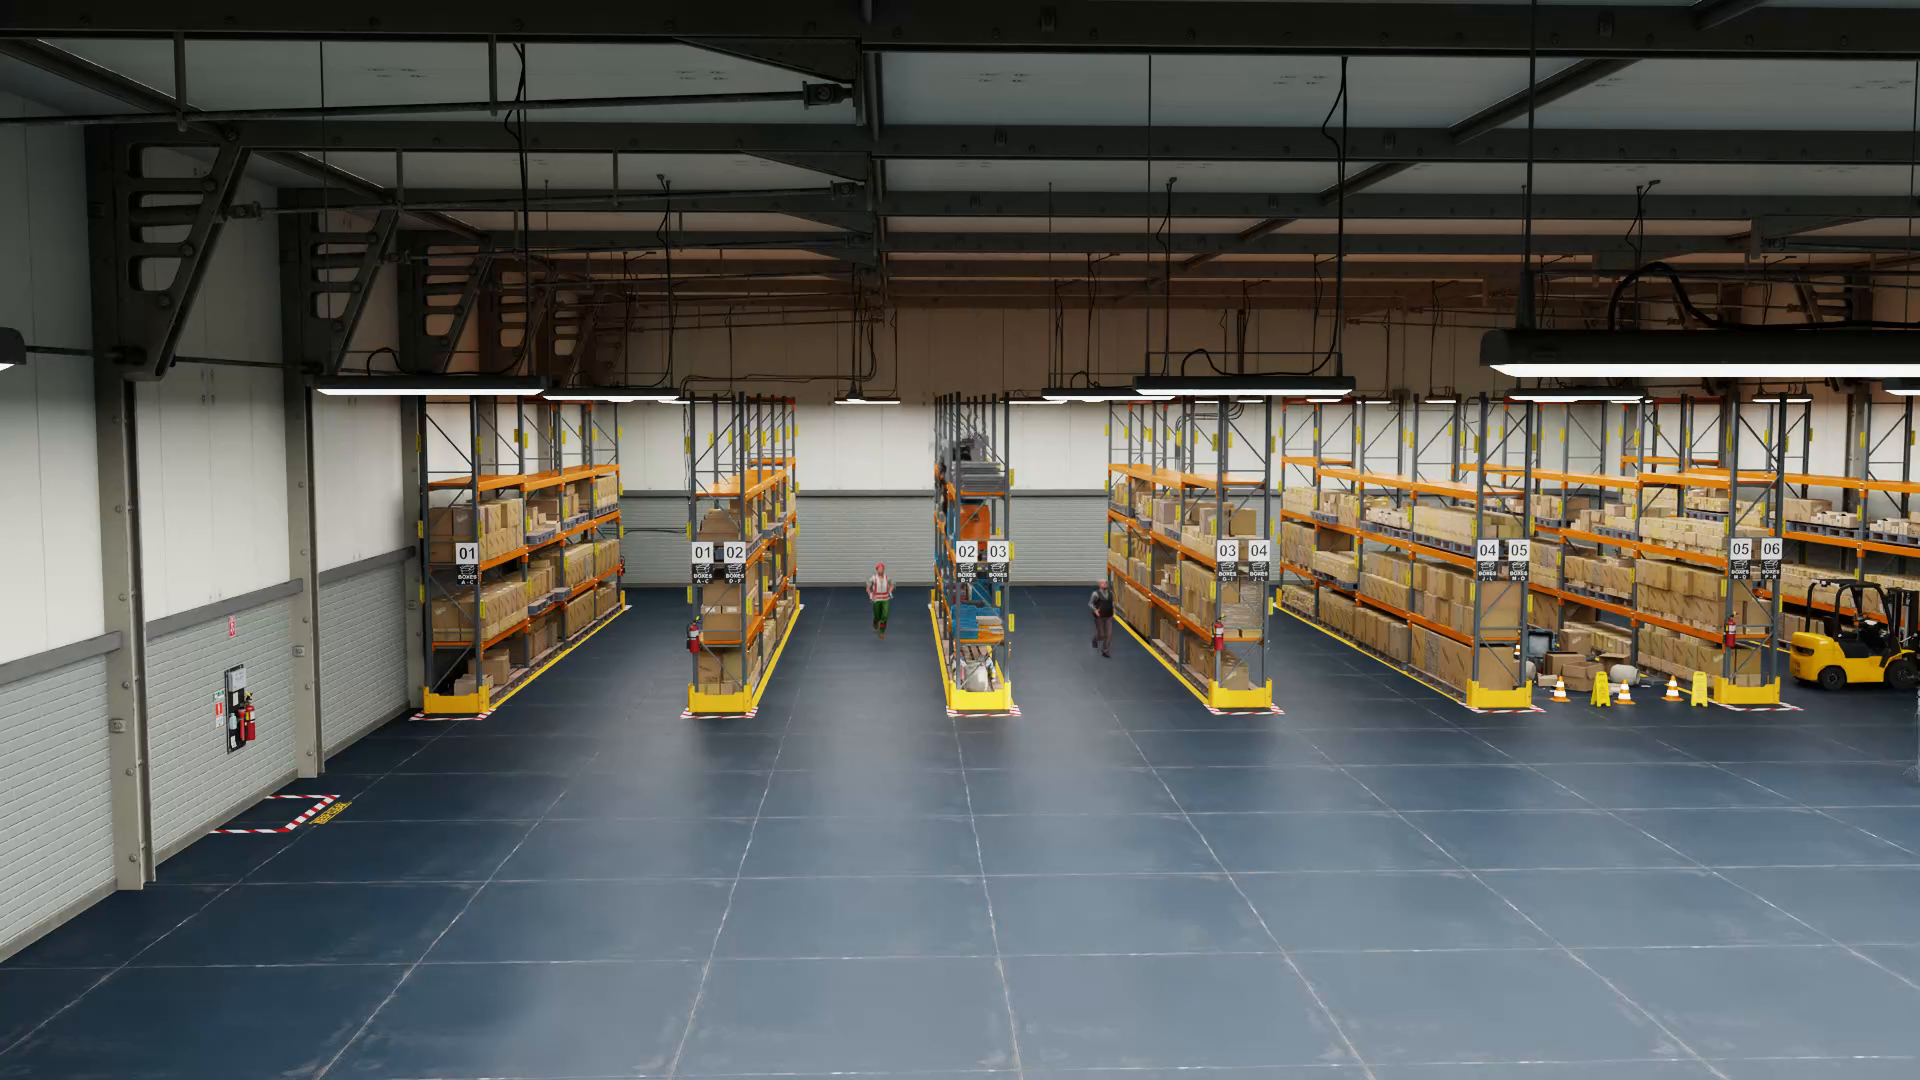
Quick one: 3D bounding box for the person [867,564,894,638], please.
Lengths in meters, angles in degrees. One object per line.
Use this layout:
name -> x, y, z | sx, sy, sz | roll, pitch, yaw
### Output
person -> -1.873, 1.423, 39.354 | 0.655, 1.749, 0.744 | -1, 5, -13

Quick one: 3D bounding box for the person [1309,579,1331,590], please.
person -> 10.588, 0.989, 49.180 | 0.795, 1.600, 0.554 | 0, 5, 4

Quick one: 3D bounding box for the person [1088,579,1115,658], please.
person -> 3.120, 1.691, 36.248 | 0.661, 1.705, 0.733 | -2, 5, -19

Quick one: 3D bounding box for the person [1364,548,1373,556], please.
person -> 11.365, 1.138, 46.235 | 0.625, 1.833, 0.767 | -1, 5, -16
